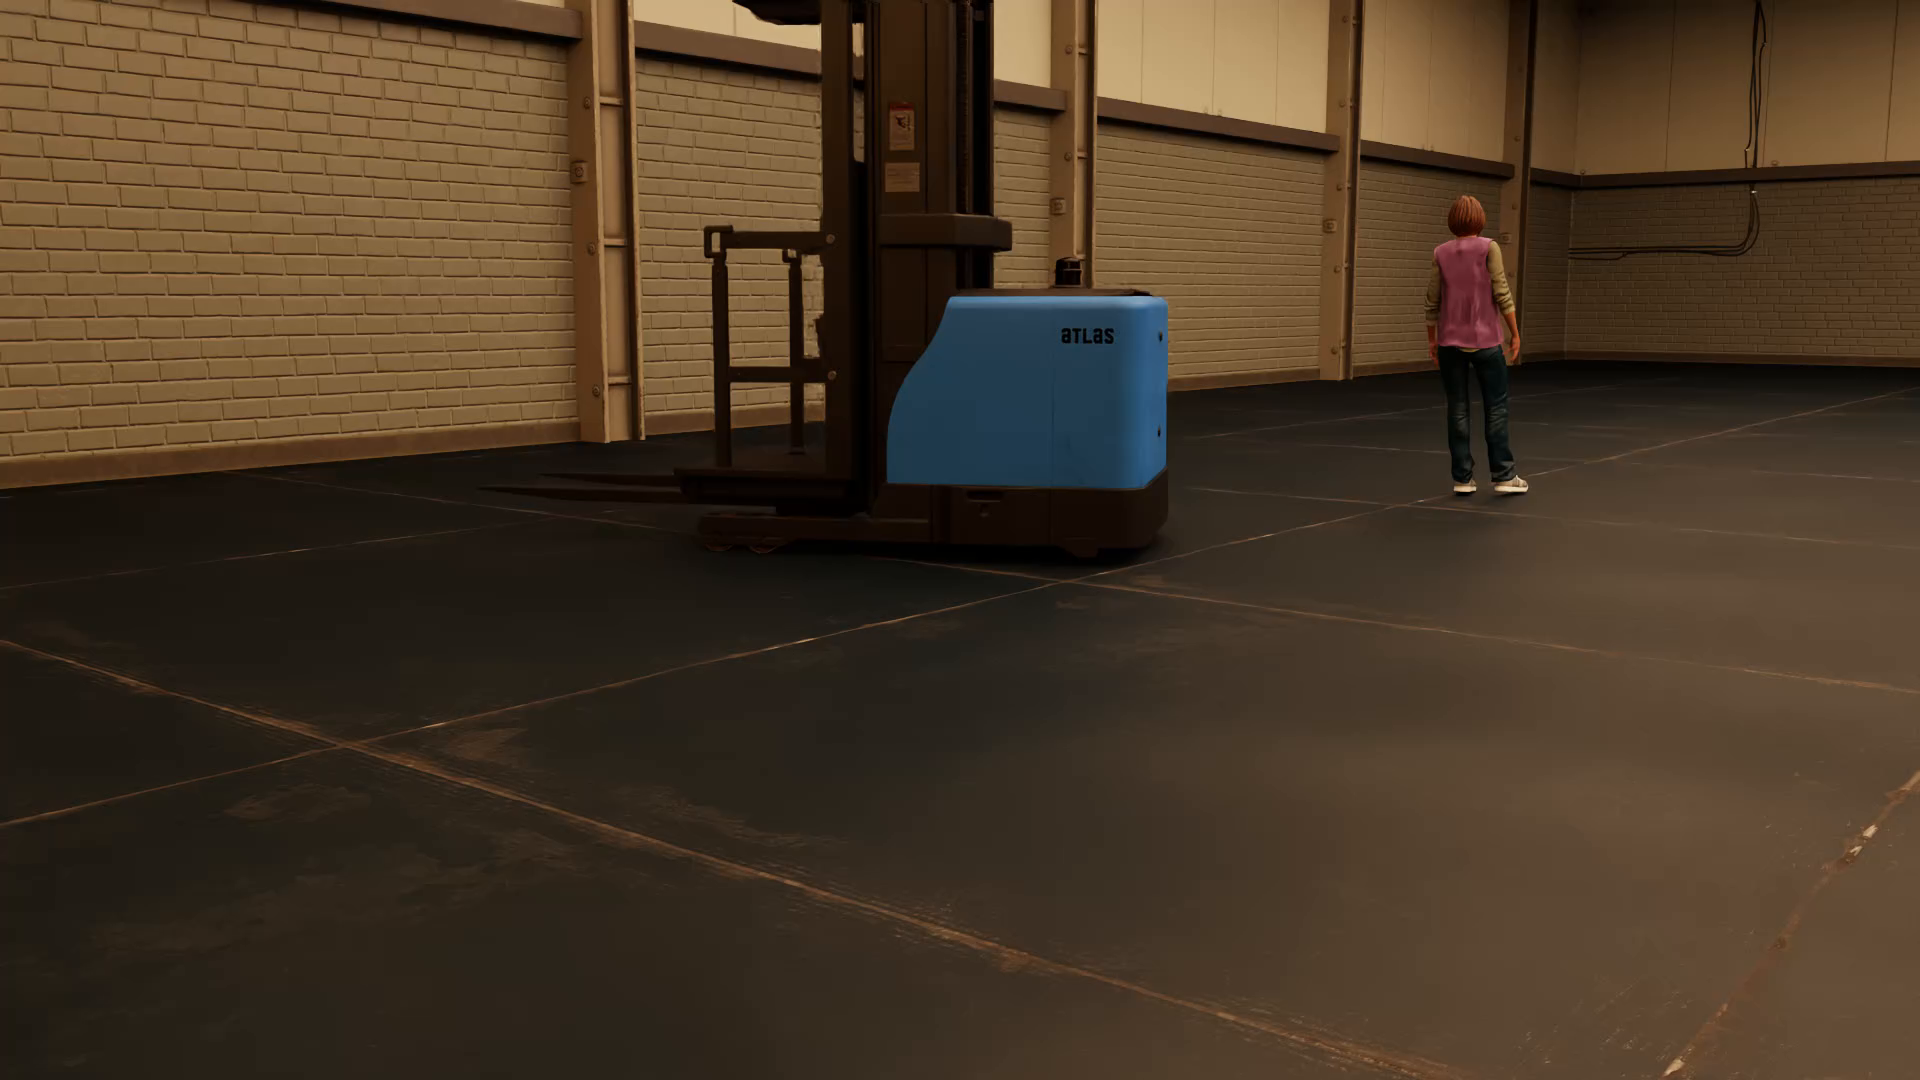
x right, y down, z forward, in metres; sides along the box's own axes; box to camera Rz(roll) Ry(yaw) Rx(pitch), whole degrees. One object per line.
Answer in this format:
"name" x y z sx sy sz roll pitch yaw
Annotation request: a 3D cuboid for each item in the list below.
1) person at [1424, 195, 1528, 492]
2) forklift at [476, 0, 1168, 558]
"person" 2.805 -1.052 9.030 0.520 1.600 0.472 6 10 36
"forklift" -0.630 -1.463 7.282 3.031 2.935 1.130 2 9 13
